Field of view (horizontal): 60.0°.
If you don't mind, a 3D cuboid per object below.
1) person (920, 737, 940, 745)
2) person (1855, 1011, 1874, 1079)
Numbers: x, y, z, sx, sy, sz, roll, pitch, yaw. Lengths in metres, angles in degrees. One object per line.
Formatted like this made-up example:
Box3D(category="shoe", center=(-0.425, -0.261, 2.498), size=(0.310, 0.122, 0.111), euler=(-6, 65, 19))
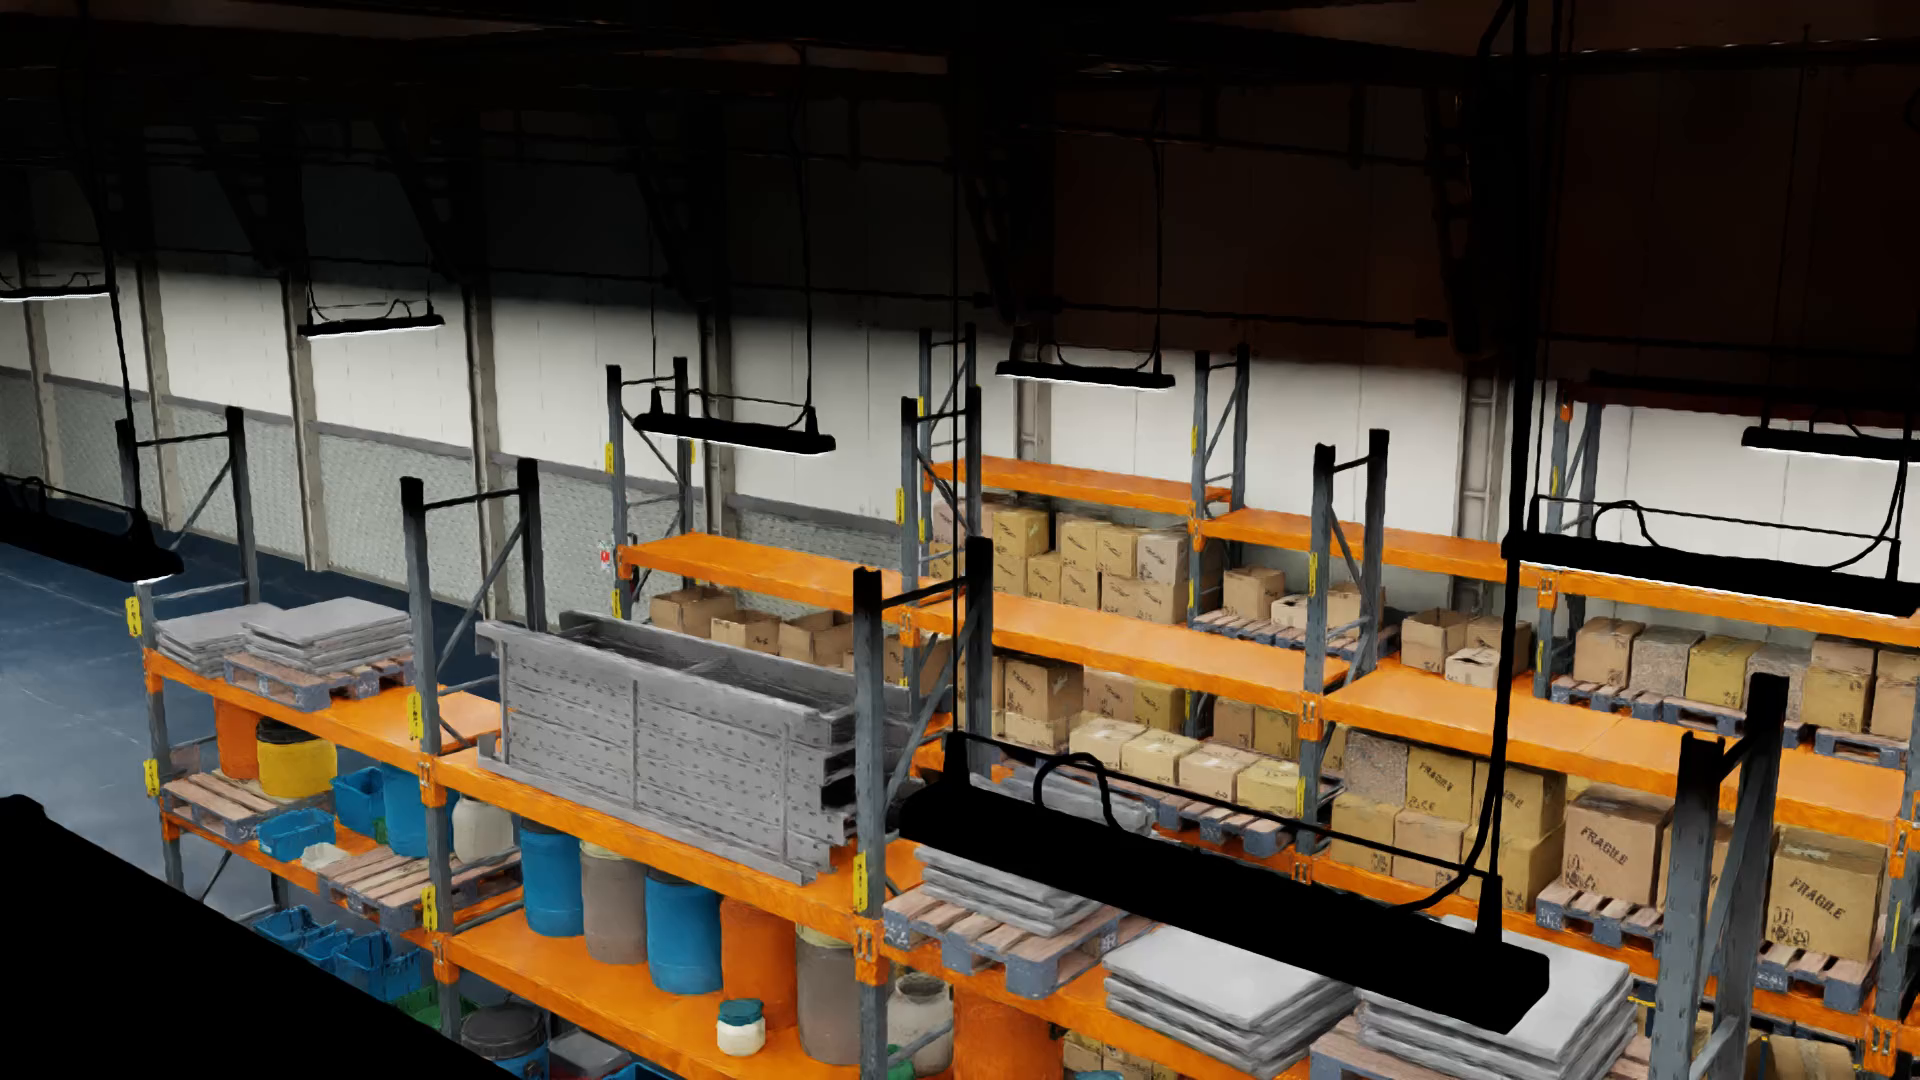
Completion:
Box3D(category="person", center=(-0.269, 2.724, 20.334), size=(0.549, 1.719, 0.598), euler=(0, 13, 2))
Box3D(category="person", center=(7.403, 4.298, 13.500), size=(1.095, 1.589, 0.446), euler=(9, 16, 36))
